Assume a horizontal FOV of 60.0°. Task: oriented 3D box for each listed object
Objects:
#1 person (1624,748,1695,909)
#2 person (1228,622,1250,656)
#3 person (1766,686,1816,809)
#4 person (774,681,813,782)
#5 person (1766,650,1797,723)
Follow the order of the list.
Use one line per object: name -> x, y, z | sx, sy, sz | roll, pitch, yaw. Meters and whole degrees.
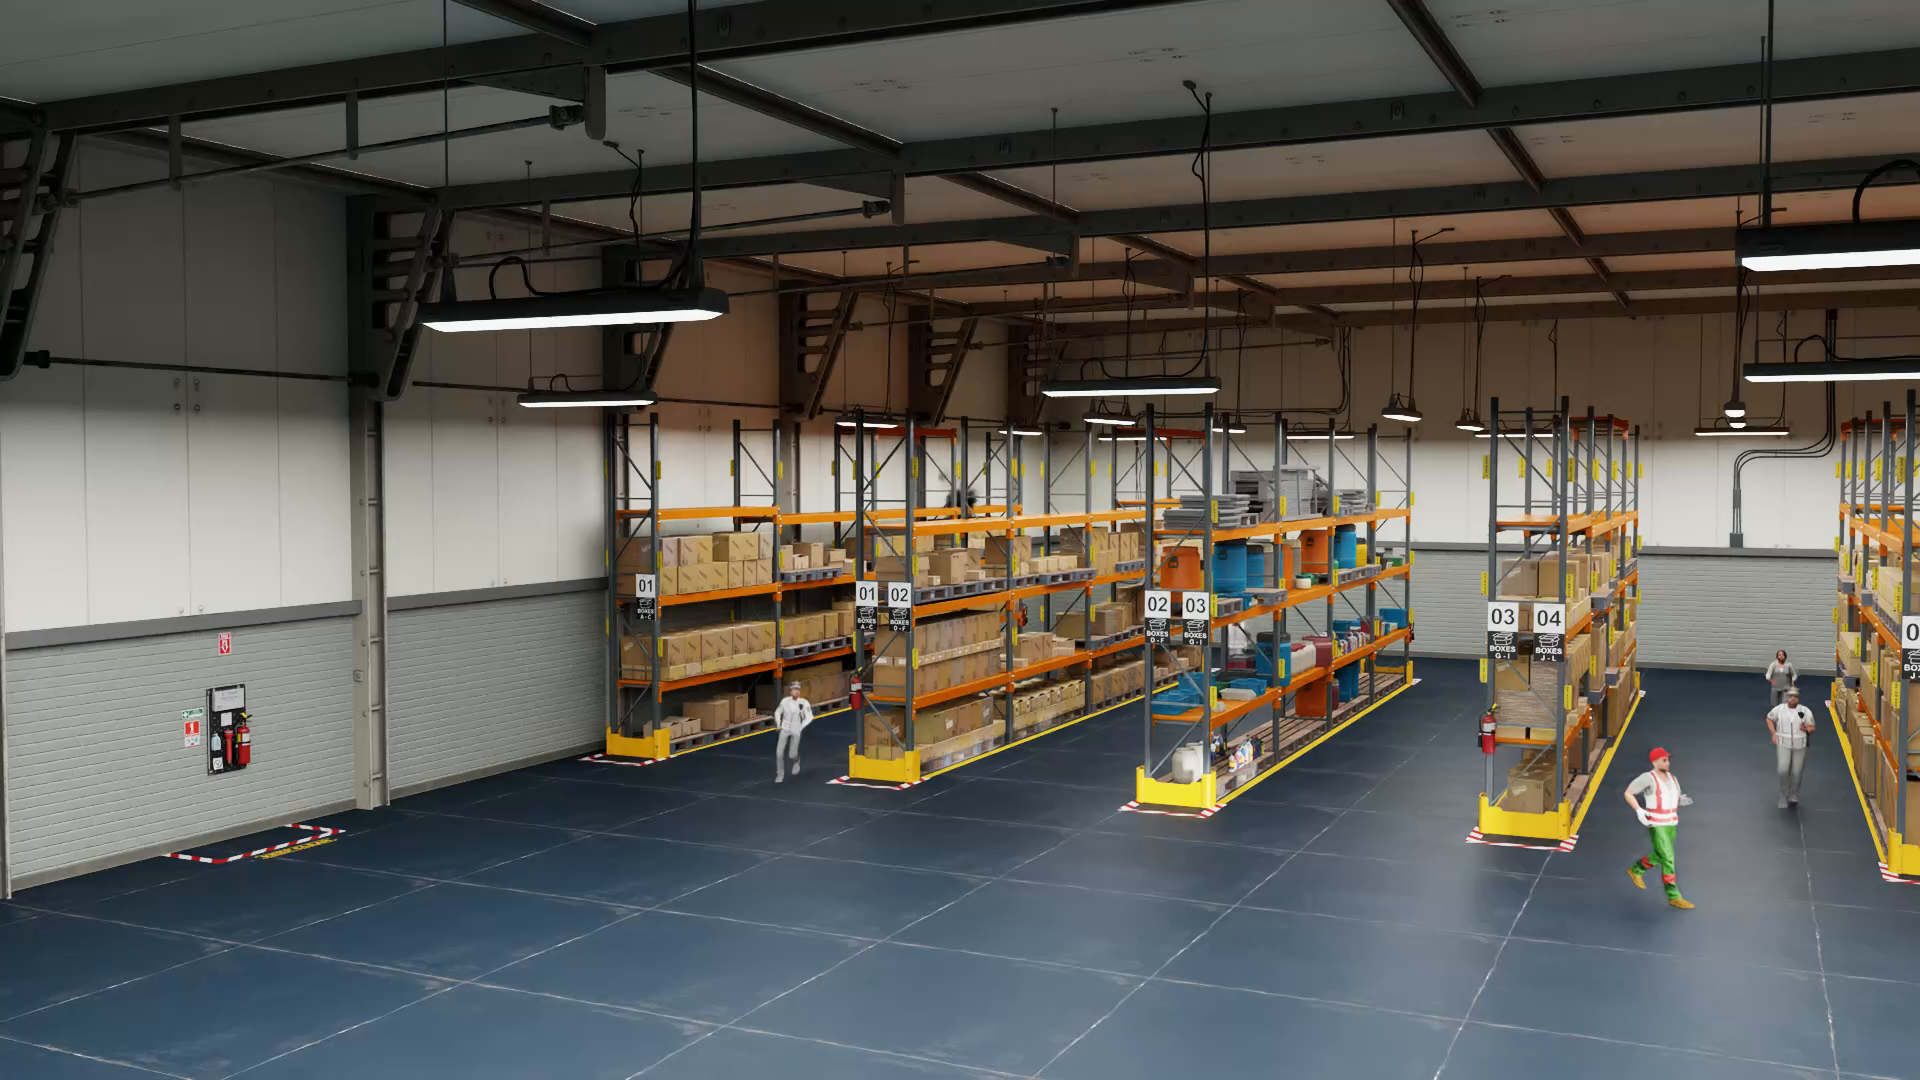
person -> 8.074, 3.278, 19.182 | 0.663, 1.766, 1.000 | -1, 3, -29
person -> 6.337, 2.505, 38.388 | 0.655, 1.744, 0.610 | 1, 3, 18
person -> 12.330, 3.089, 24.663 | 0.637, 1.844, 0.714 | 1, 3, 21
person -> -2.701, 3.076, 26.831 | 0.622, 1.623, 0.532 | 0, 2, 7
person -> 15.786, 2.882, 31.955 | 0.544, 1.558, 0.661 | 1, 3, 26
